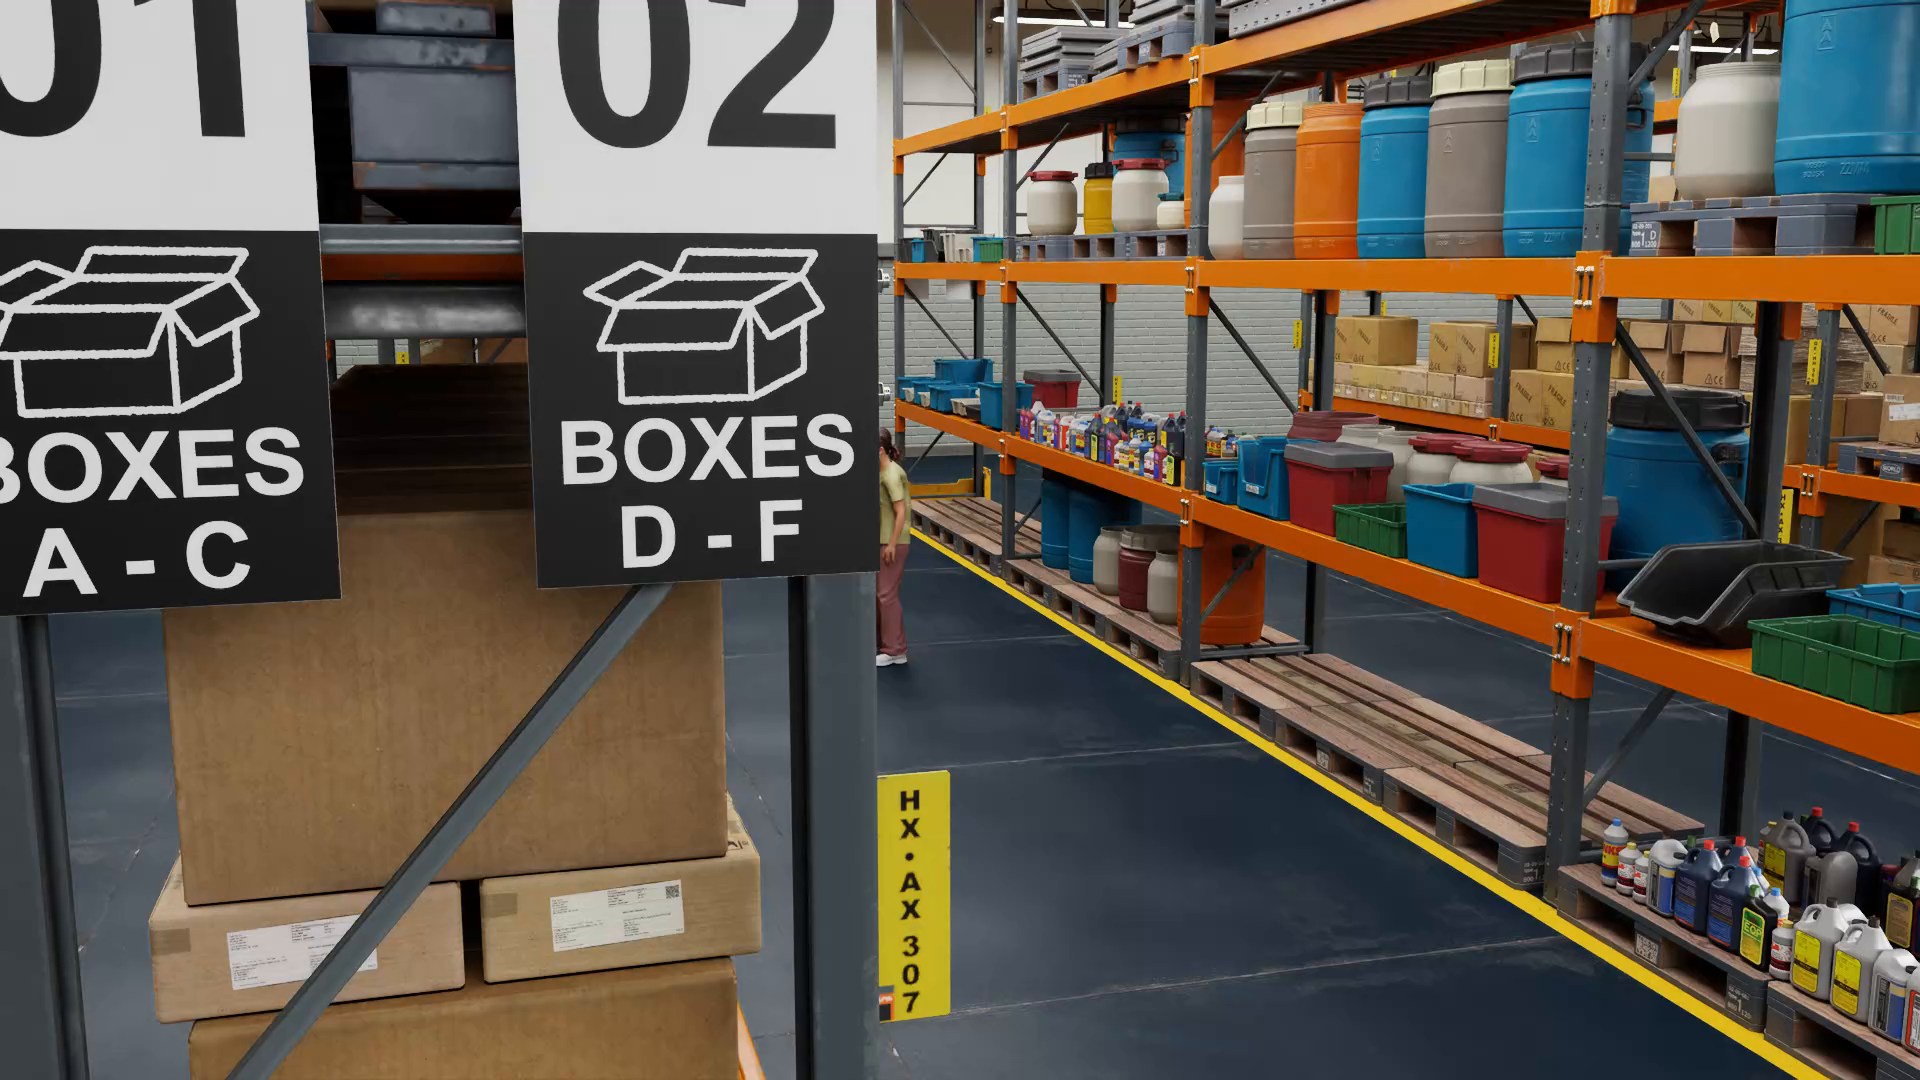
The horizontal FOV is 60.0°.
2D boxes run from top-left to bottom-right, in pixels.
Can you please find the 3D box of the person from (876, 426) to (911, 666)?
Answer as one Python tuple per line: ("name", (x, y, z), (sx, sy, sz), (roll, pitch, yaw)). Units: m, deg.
("person", (-0.527, 0.034, 11.674), (0.356, 1.673, 0.499), (-3, 10, -16))
